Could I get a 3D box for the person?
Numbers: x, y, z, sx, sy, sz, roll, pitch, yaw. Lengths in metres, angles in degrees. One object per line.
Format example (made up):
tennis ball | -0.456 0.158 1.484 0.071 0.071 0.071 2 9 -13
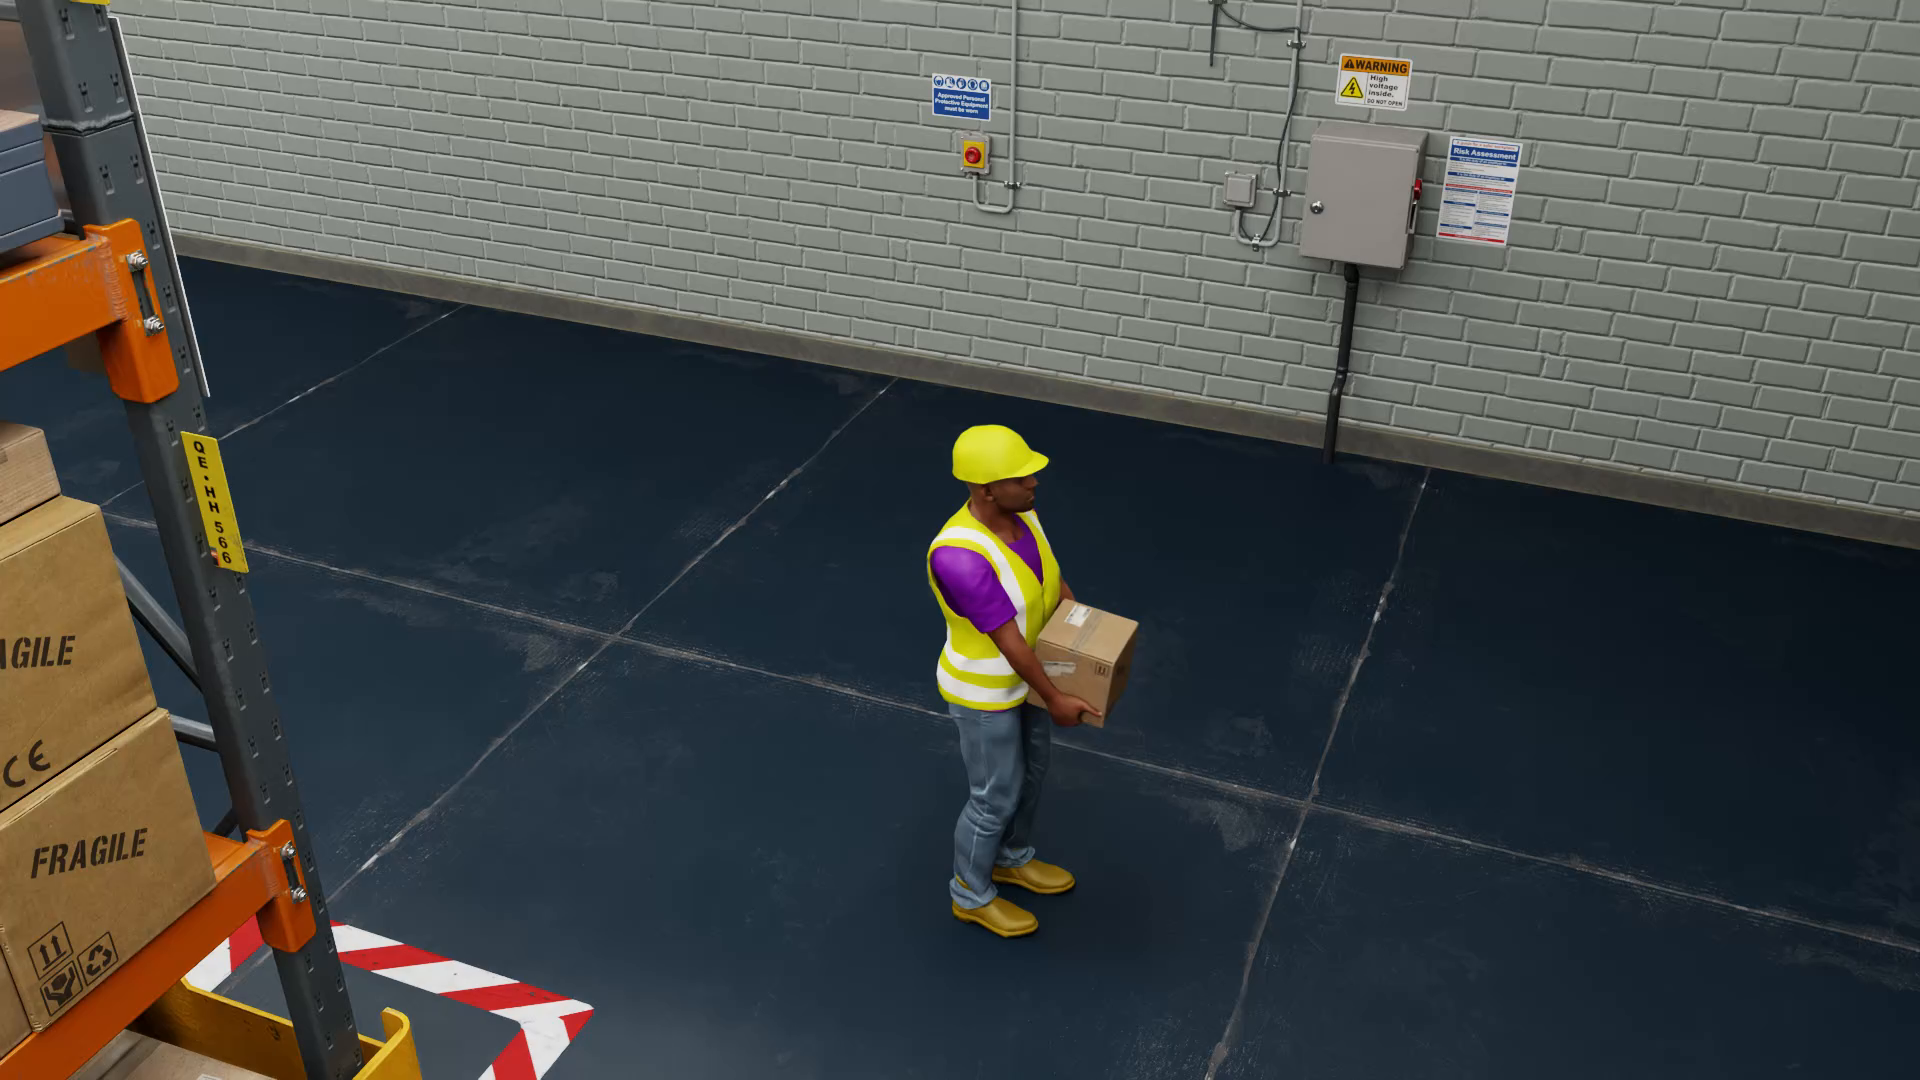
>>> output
person | 0.224 0.464 5.285 0.575 1.762 0.504 12 31 20
